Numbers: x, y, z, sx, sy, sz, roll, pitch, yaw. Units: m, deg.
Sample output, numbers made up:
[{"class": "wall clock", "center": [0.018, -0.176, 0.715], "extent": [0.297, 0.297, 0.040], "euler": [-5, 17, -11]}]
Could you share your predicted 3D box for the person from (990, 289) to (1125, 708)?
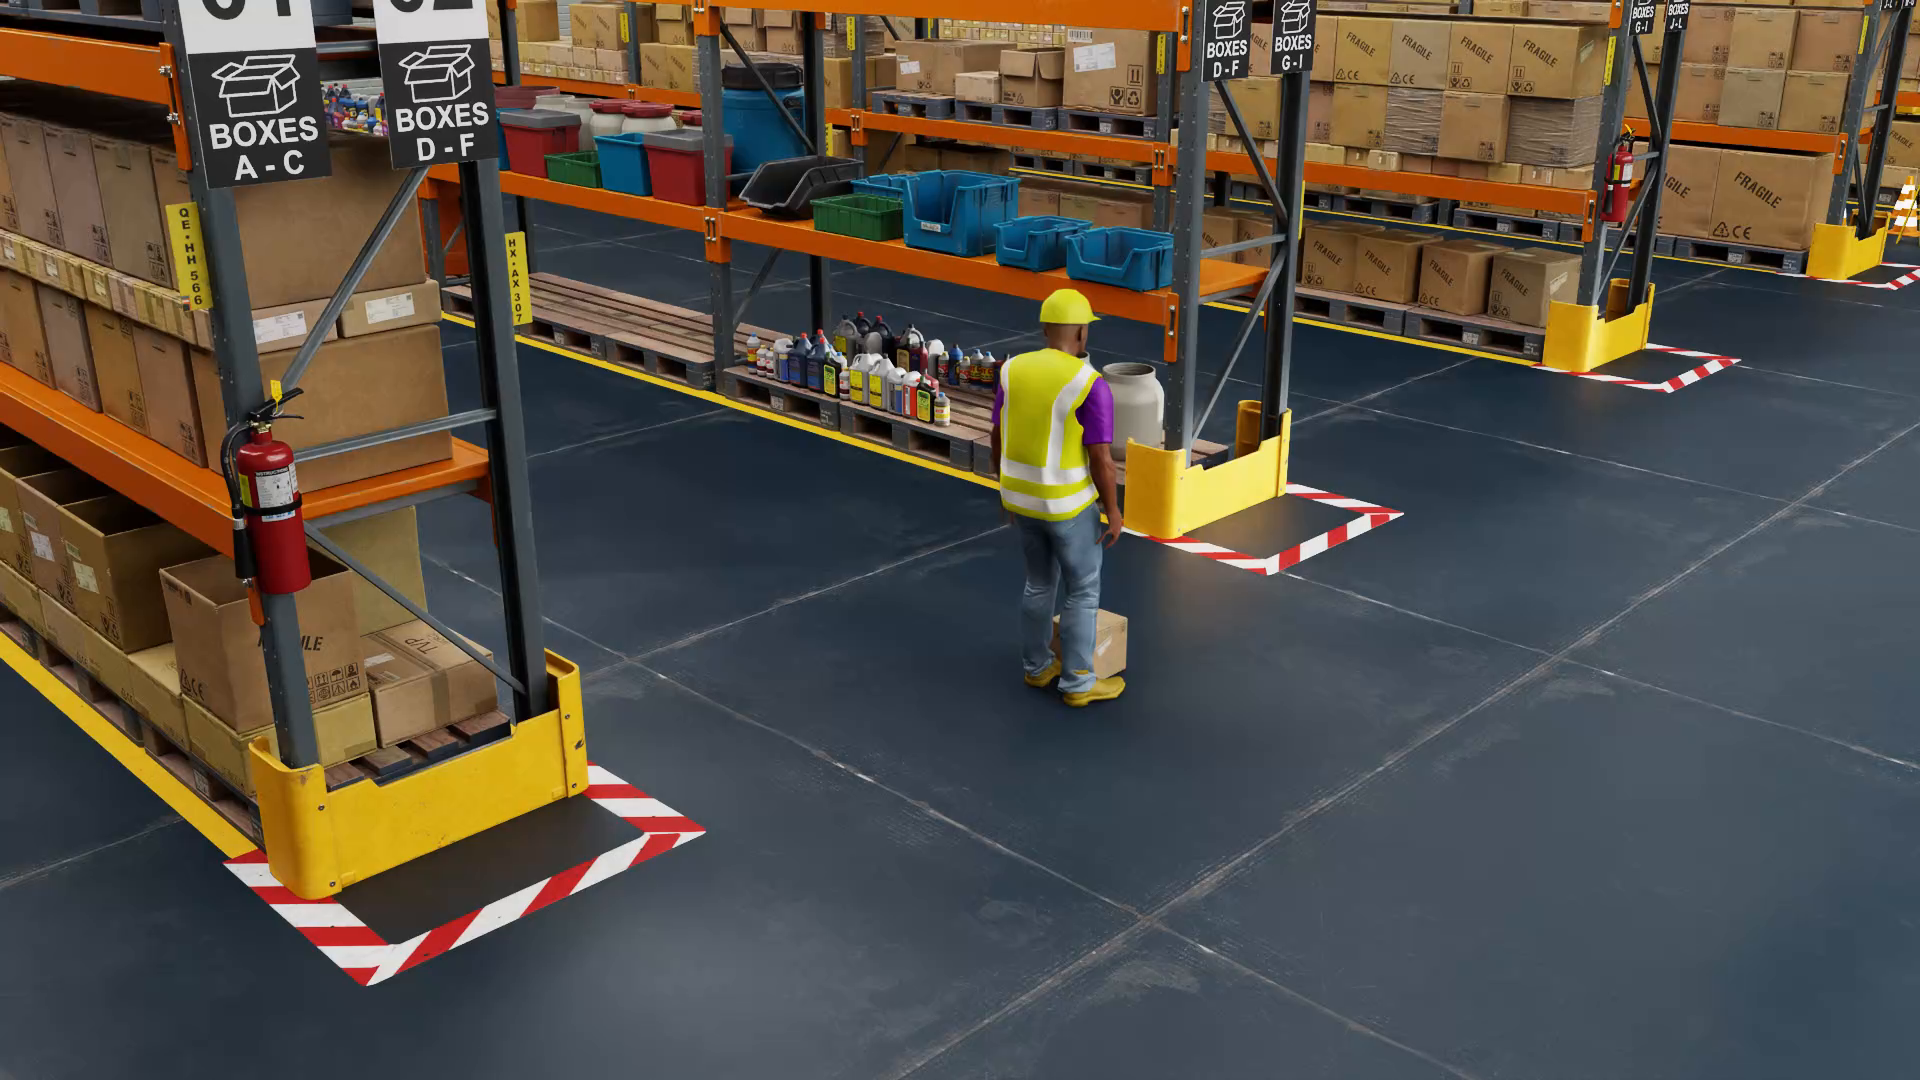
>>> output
[{"class": "person", "center": [0.414, -0.179, 7.034], "extent": [0.628, 1.759, 0.461], "euler": [17, 26, 38]}]
